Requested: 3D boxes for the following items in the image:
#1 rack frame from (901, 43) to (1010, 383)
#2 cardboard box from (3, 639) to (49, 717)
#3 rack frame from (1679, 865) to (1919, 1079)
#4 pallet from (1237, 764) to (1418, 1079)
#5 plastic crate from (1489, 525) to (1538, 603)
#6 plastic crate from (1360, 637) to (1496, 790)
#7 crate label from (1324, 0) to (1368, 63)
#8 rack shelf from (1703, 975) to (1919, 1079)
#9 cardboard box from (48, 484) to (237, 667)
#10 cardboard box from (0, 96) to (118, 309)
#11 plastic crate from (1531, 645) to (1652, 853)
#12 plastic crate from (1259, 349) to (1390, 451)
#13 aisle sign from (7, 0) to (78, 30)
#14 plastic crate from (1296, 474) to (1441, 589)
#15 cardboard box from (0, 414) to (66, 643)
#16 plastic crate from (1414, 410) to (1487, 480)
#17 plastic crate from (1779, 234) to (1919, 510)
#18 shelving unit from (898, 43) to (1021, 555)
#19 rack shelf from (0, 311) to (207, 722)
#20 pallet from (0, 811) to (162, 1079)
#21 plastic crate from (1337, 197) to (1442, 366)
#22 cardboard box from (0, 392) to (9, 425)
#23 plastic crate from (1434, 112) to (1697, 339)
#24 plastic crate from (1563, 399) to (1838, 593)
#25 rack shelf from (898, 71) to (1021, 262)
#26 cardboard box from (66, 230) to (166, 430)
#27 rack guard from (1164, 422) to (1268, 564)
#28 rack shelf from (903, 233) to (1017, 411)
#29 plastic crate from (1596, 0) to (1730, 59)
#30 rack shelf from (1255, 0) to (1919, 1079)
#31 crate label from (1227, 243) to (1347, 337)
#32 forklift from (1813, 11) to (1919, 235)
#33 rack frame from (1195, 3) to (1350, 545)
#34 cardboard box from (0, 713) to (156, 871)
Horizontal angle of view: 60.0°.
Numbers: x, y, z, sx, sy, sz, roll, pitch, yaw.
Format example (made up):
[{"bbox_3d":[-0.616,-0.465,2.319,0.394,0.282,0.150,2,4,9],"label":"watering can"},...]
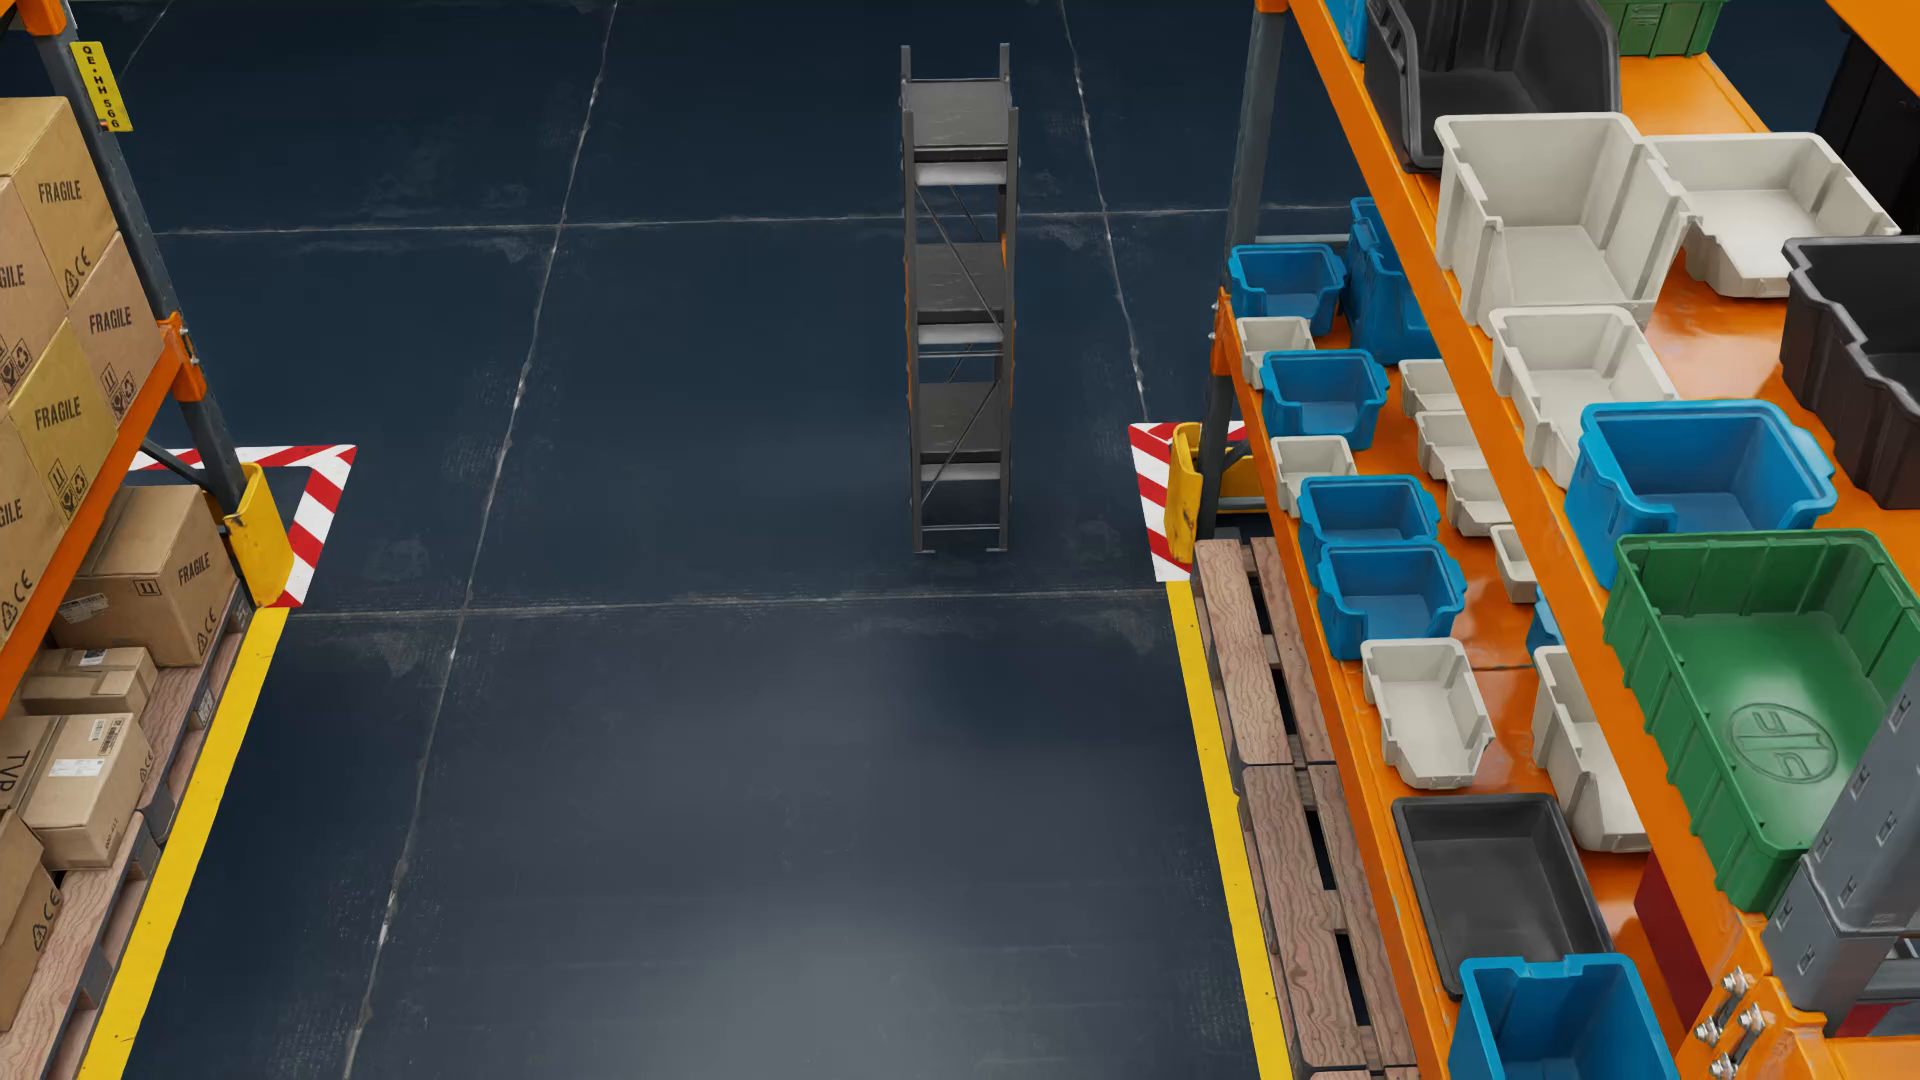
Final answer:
[{"bbox_3d":[-0.017,-1.050,6.842,0.400,2.100,0.015,-2,43,-2],"label":"rack frame"},{"bbox_3d":[-3.685,0.586,6.100,0.500,0.250,0.500,-2,43,-2],"label":"cardboard box"},{"bbox_3d":[1.673,1.582,3.304,1.000,3.000,0.127,-2,43,-2],"label":"rack frame"},{"bbox_3d":[1.548,1.289,5.687,1.003,0.211,1.213,-2,43,-2],"label":"pallet"},{"bbox_3d":[1.784,0.085,5.088,0.298,0.136,0.250,-2,43,-2],"label":"plastic crate"},{"bbox_3d":[1.298,0.490,4.646,0.293,0.136,0.466,-2,43,-2],"label":"plastic crate"},{"bbox_3d":[1.219,-1.537,4.597,0.408,0.251,0.502,-2,43,-2],"label":"crate label"},{"bbox_3d":[1.758,2.092,1.060,1.077,0.370,4.000,-2,43,-2],"label":"rack shelf"},{"bbox_3d":[-3.177,0.141,6.401,0.500,0.500,0.500,-2,43,-2],"label":"cardboard box"},{"bbox_3d":[-3.153,-1.091,5.407,0.500,0.500,0.500,-2,43,-2],"label":"cardboard box"},{"bbox_3d":[1.792,0.568,4.454,0.437,0.282,0.530,-2,43,-2],"label":"plastic crate"},{"bbox_3d":[1.212,-0.458,5.609,0.416,0.233,0.300,-2,43,-2],"label":"plastic crate"},{"bbox_3d":[-3.143,-1.992,5.279,0.394,0.787,0.004,-2,43,-2],"label":"aisle sign"},{"bbox_3d":[1.240,-0.014,5.124,0.416,0.233,0.300,-2,43,-2],"label":"plastic crate"},{"bbox_3d":[-3.114,-0.034,4.993,0.500,0.500,0.500,-1,43,-1],"label":"cardboard box"},{"bbox_3d":[1.716,-0.302,5.510,0.396,0.136,0.243,-2,43,-2],"label":"plastic crate"},{"bbox_3d":[1.894,-0.322,3.258,0.497,0.269,0.590,-2,43,-2],"label":"plastic crate"},{"bbox_3d":[-0.007,-0.886,6.662,0.431,2.100,0.503,-2,43,-2],"label":"shelving unit"},{"bbox_3d":[-3.361,0.637,4.868,1.077,0.370,4.000,-2,43,-2],"label":"rack shelf"},{"bbox_3d":[-3.359,1.461,5.500,1.003,0.211,1.213,-2,43,-2],"label":"pallet"},{"bbox_3d":[1.704,-0.933,5.977,0.616,0.435,0.499,-2,43,-2],"label":"plastic crate"},{"bbox_3d":[-3.104,-0.400,4.653,0.500,0.500,0.500,-1,43,-1],"label":"cardboard box"},{"bbox_3d":[1.289,-0.675,3.634,0.437,0.282,0.530,-2,43,-2],"label":"plastic crate"},{"bbox_3d":[1.315,-0.067,3.007,0.416,0.233,0.300,-2,43,-2],"label":"plastic crate"},{"bbox_3d":[-0.007,-1.392,6.199,0.431,0.518,0.480,-2,43,-2],"label":"rack shelf"},{"bbox_3d":[-3.155,-0.721,5.742,0.500,0.500,0.500,0,43,0],"label":"cardboard box"},{"bbox_3d":[1.489,-0.212,7.112,1.175,0.500,0.348,-2,43,-2],"label":"rack guard"},{"bbox_3d":[-0.007,-0.876,6.672,0.431,0.518,0.480,-2,43,-2],"label":"rack shelf"},{"bbox_3d":[1.830,-1.488,4.591,0.450,0.188,0.336,-2,43,-2],"label":"plastic crate"},{"bbox_3d":[1.588,-0.609,4.006,1.077,0.370,4.000,-2,43,-2],"label":"rack shelf"},{"bbox_3d":[1.184,-0.902,6.094,0.416,0.233,0.303,-2,43,-2],"label":"crate label"},{"bbox_3d":[3.488,-0.592,5.727,3.031,2.935,1.130,26,49,26],"label":"forklift"},{"bbox_3d":[1.503,-1.118,6.250,1.000,3.000,0.127,-2,43,-2],"label":"rack frame"},{"bbox_3d":[-3.167,0.875,5.785,0.500,0.250,0.500,-2,43,-2],"label":"cardboard box"}]
